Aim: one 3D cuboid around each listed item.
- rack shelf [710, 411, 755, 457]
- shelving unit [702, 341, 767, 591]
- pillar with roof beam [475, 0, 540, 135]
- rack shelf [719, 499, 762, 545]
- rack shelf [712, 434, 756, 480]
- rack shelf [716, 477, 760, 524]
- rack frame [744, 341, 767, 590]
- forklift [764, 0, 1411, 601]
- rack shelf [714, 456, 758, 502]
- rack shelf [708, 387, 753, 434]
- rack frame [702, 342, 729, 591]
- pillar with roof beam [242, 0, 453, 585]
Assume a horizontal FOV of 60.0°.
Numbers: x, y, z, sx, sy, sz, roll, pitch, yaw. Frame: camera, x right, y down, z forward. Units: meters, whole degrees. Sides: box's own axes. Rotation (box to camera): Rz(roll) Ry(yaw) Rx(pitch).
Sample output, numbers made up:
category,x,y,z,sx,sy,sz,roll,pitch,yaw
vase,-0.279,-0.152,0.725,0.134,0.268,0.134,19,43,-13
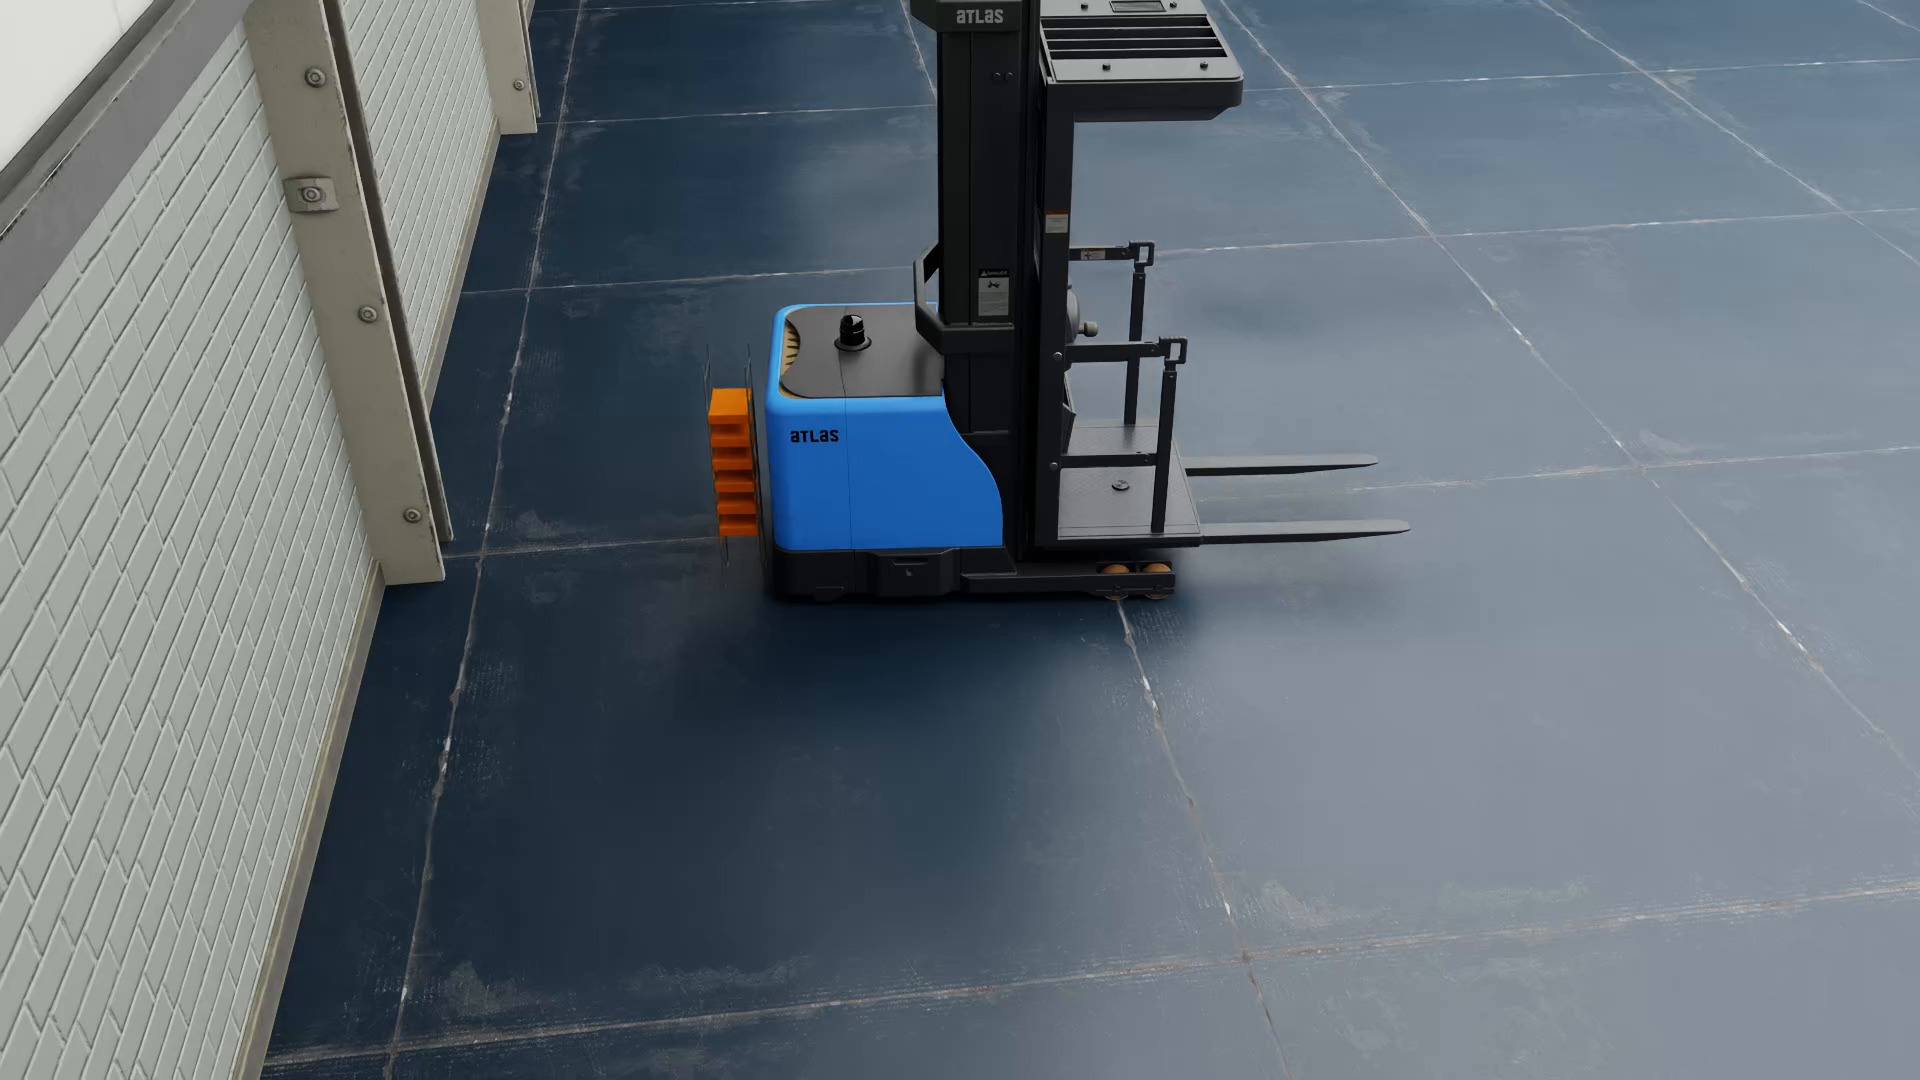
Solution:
category,x,y,z,sx,sy,sz,roll,pitch,yaw
rack shelf,-1.031,-0.485,7.549,0.180,0.103,0.258,-1,34,-2
shelving unit,-1.031,-0.323,7.659,0.189,1.200,0.258,-1,34,-2
pillar with roof beam,0.808,-7.297,10.967,9.100,9.000,0.400,-4,35,-6
rack shelf,-1.031,-0.088,7.819,0.180,0.103,0.258,-1,34,-2
rack shelf,-1.031,-0.386,7.616,0.180,0.103,0.258,-1,34,-2
rack shelf,-1.031,-0.187,7.751,0.180,0.103,0.258,-1,34,-2
rack frame,-0.939,-0.325,7.661,0.006,1.200,0.240,-1,34,-2
forklift,0.624,-1.227,7.448,3.031,2.935,1.130,-1,34,-2
rack shelf,-1.031,-0.286,7.684,0.180,0.103,0.258,-1,34,-2
rack shelf,-1.031,-0.584,7.481,0.180,0.103,0.258,-1,34,-2
rack frame,-1.122,-0.321,7.656,0.006,1.200,0.240,-1,34,-2
pillar with roof beam,1.615,-3.949,6.054,9.100,9.000,0.400,-4,35,-6
